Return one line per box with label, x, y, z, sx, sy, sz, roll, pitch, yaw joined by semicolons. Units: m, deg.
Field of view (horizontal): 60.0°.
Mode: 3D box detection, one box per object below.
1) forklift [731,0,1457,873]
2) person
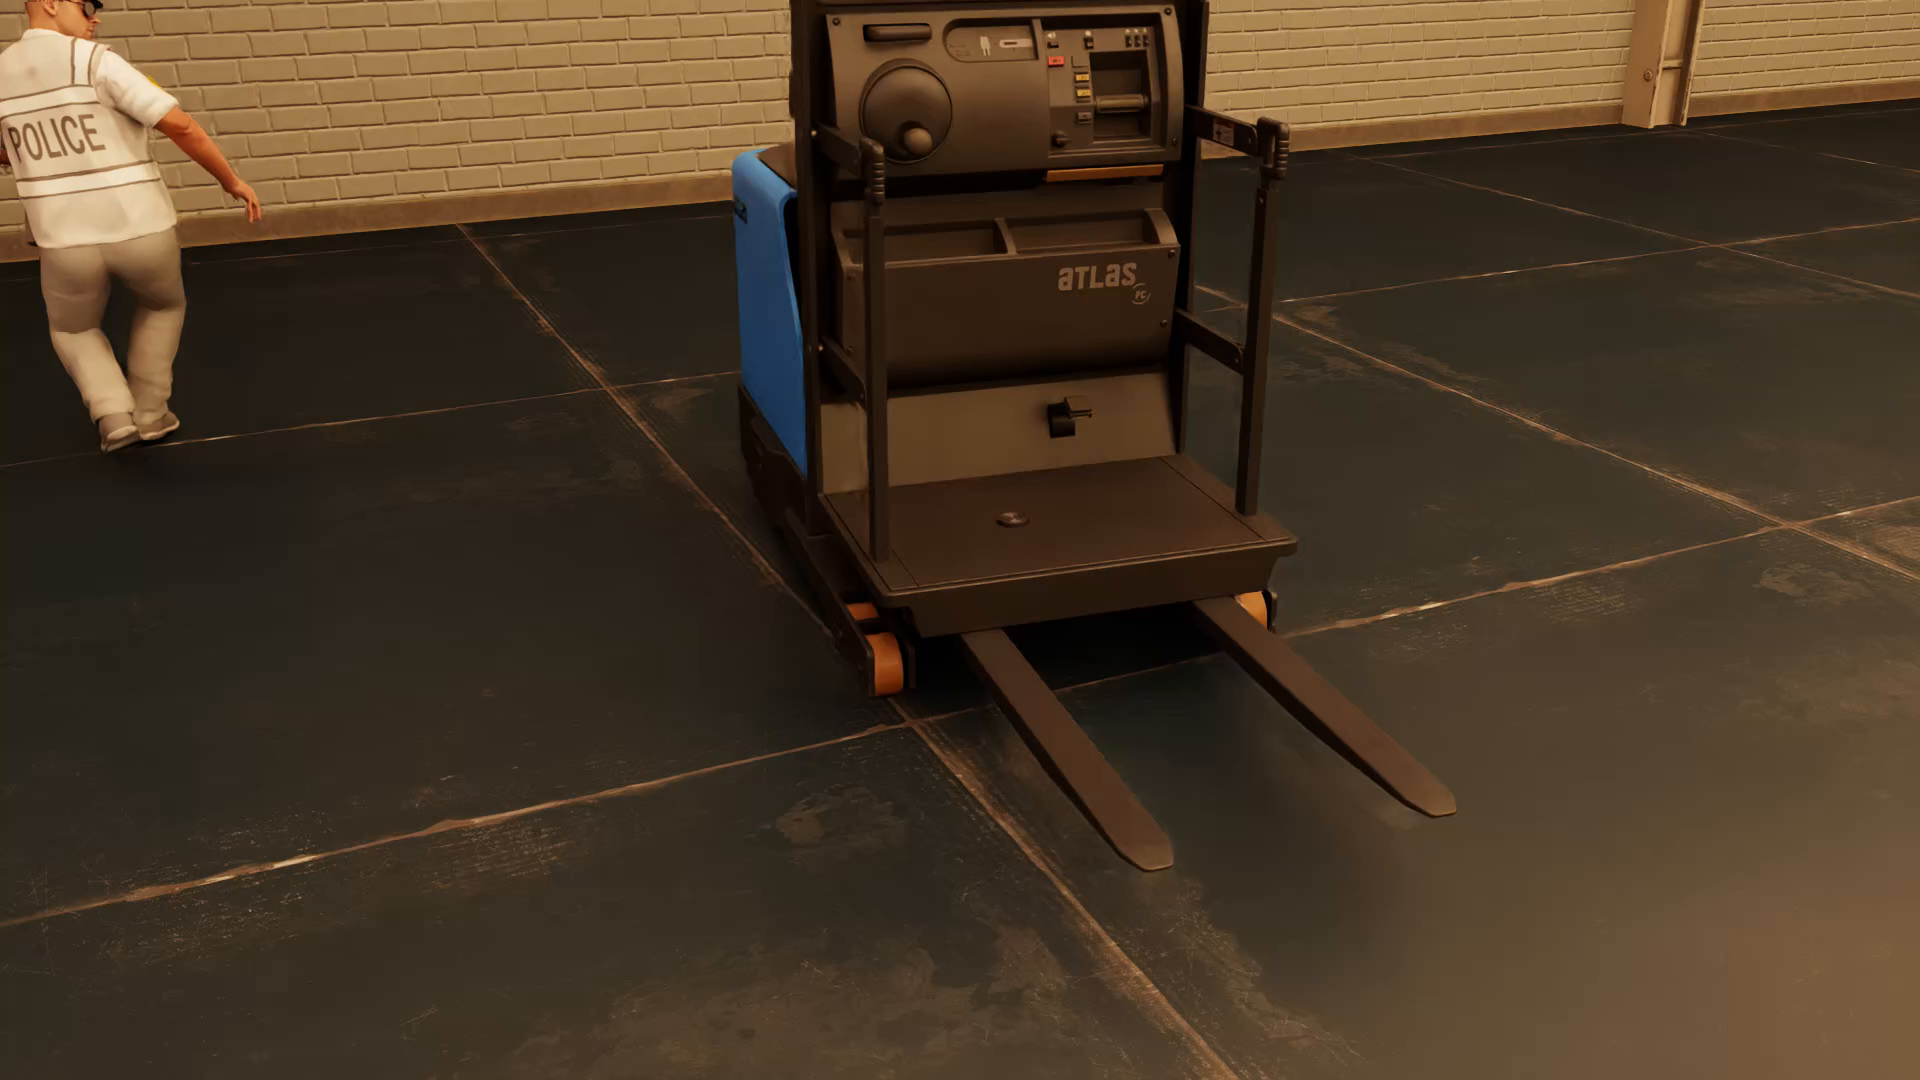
forklift;0.192;-1.131;4.009;1.130;2.935;3.031;-7;24;-16
person;-2.845;-1.113;5.663;0.878;1.640;0.853;-6;23;-13
